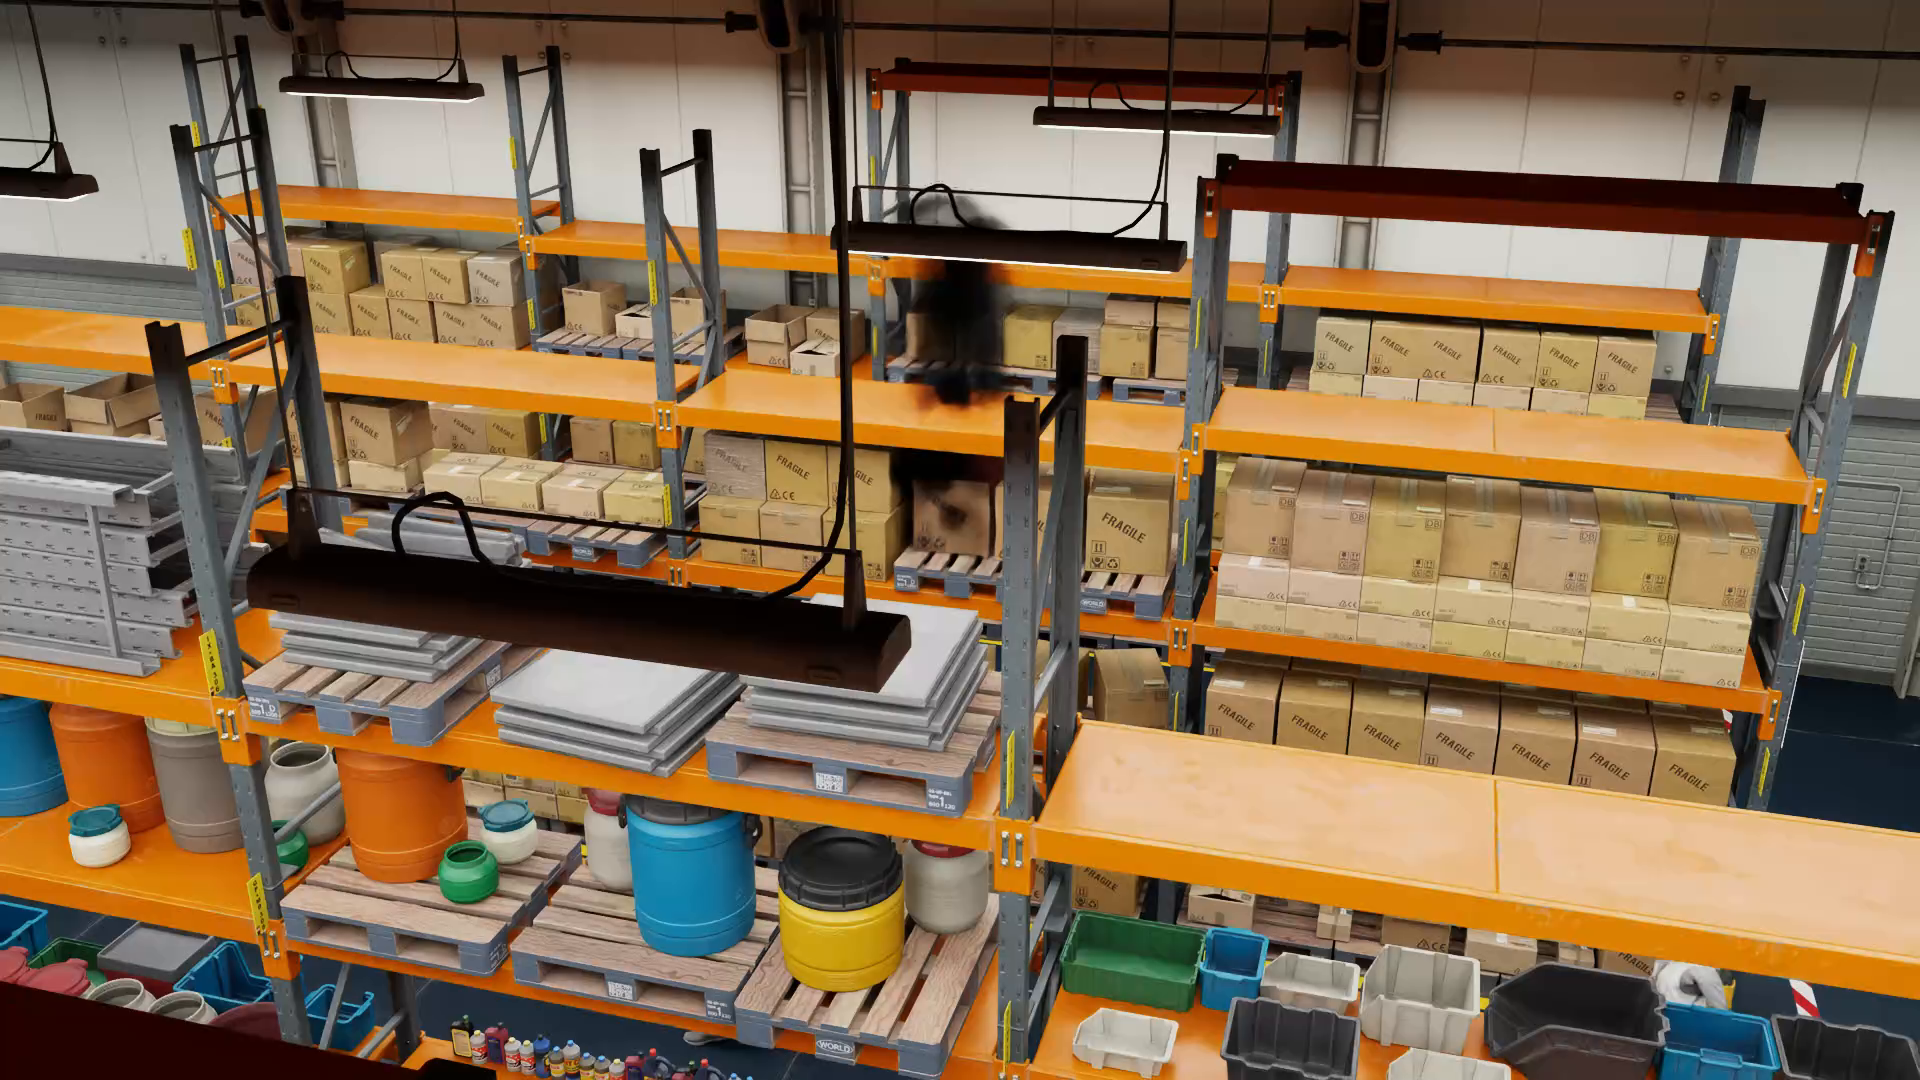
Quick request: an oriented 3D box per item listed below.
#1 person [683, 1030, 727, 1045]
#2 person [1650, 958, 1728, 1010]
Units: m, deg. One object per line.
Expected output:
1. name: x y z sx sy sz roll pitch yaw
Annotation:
1. person: -1.599 2.801 11.746 0.817 1.787 0.688 1 23 1
2. person: 4.695 3.147 10.966 0.578 1.729 0.659 2 23 4
